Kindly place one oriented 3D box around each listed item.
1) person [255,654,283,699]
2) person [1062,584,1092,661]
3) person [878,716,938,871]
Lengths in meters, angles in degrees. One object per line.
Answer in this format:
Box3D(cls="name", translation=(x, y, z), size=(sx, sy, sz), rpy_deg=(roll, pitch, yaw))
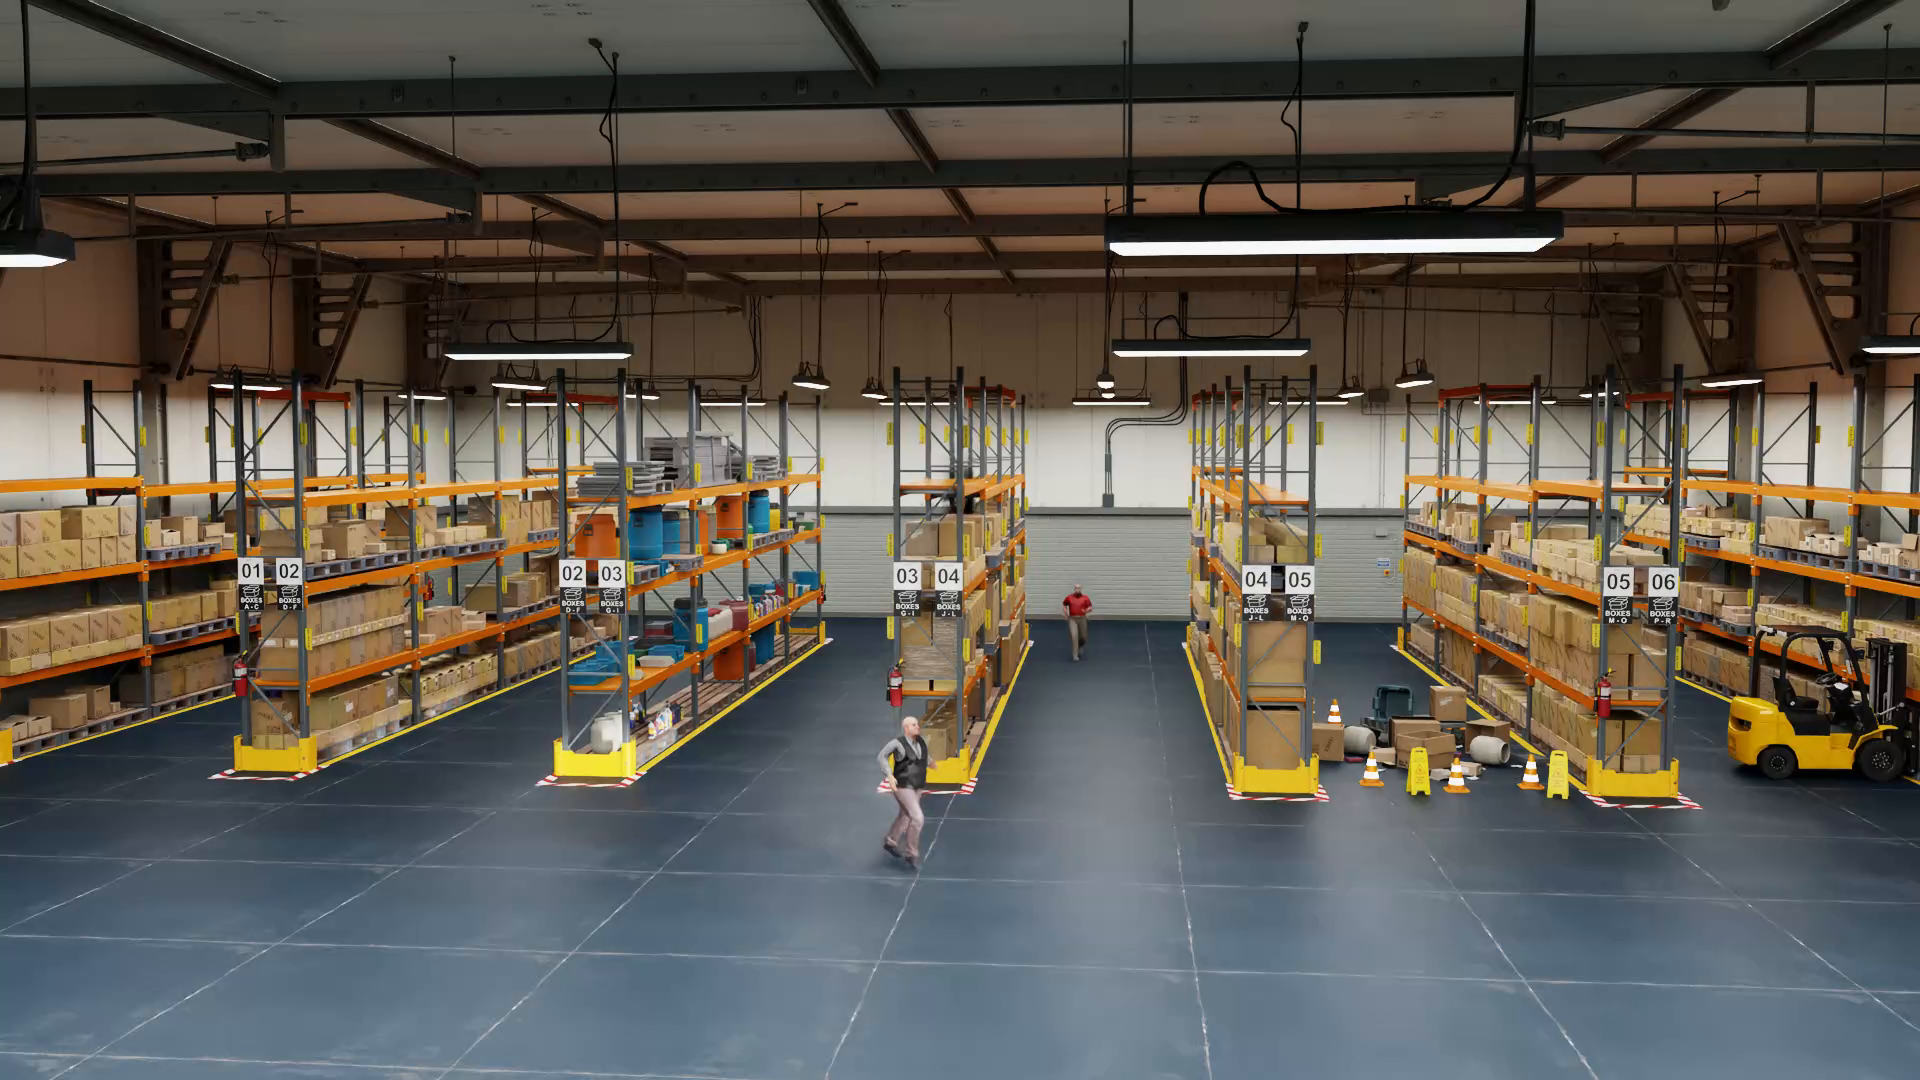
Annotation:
Box3D(cls="person", translation=(-11.755, 2.448, 28.479), size=(0.613, 1.598, 0.586), rpy_deg=(0, 4, -1))
Box3D(cls="person", translation=(2.636, 1.826, 37.355), size=(0.676, 1.695, 0.908), rpy_deg=(0, 4, 0))
Box3D(cls="person", translation=(-0.605, 2.936, 19.448), size=(0.788, 1.774, 0.651), rpy_deg=(3, 4, 38))
